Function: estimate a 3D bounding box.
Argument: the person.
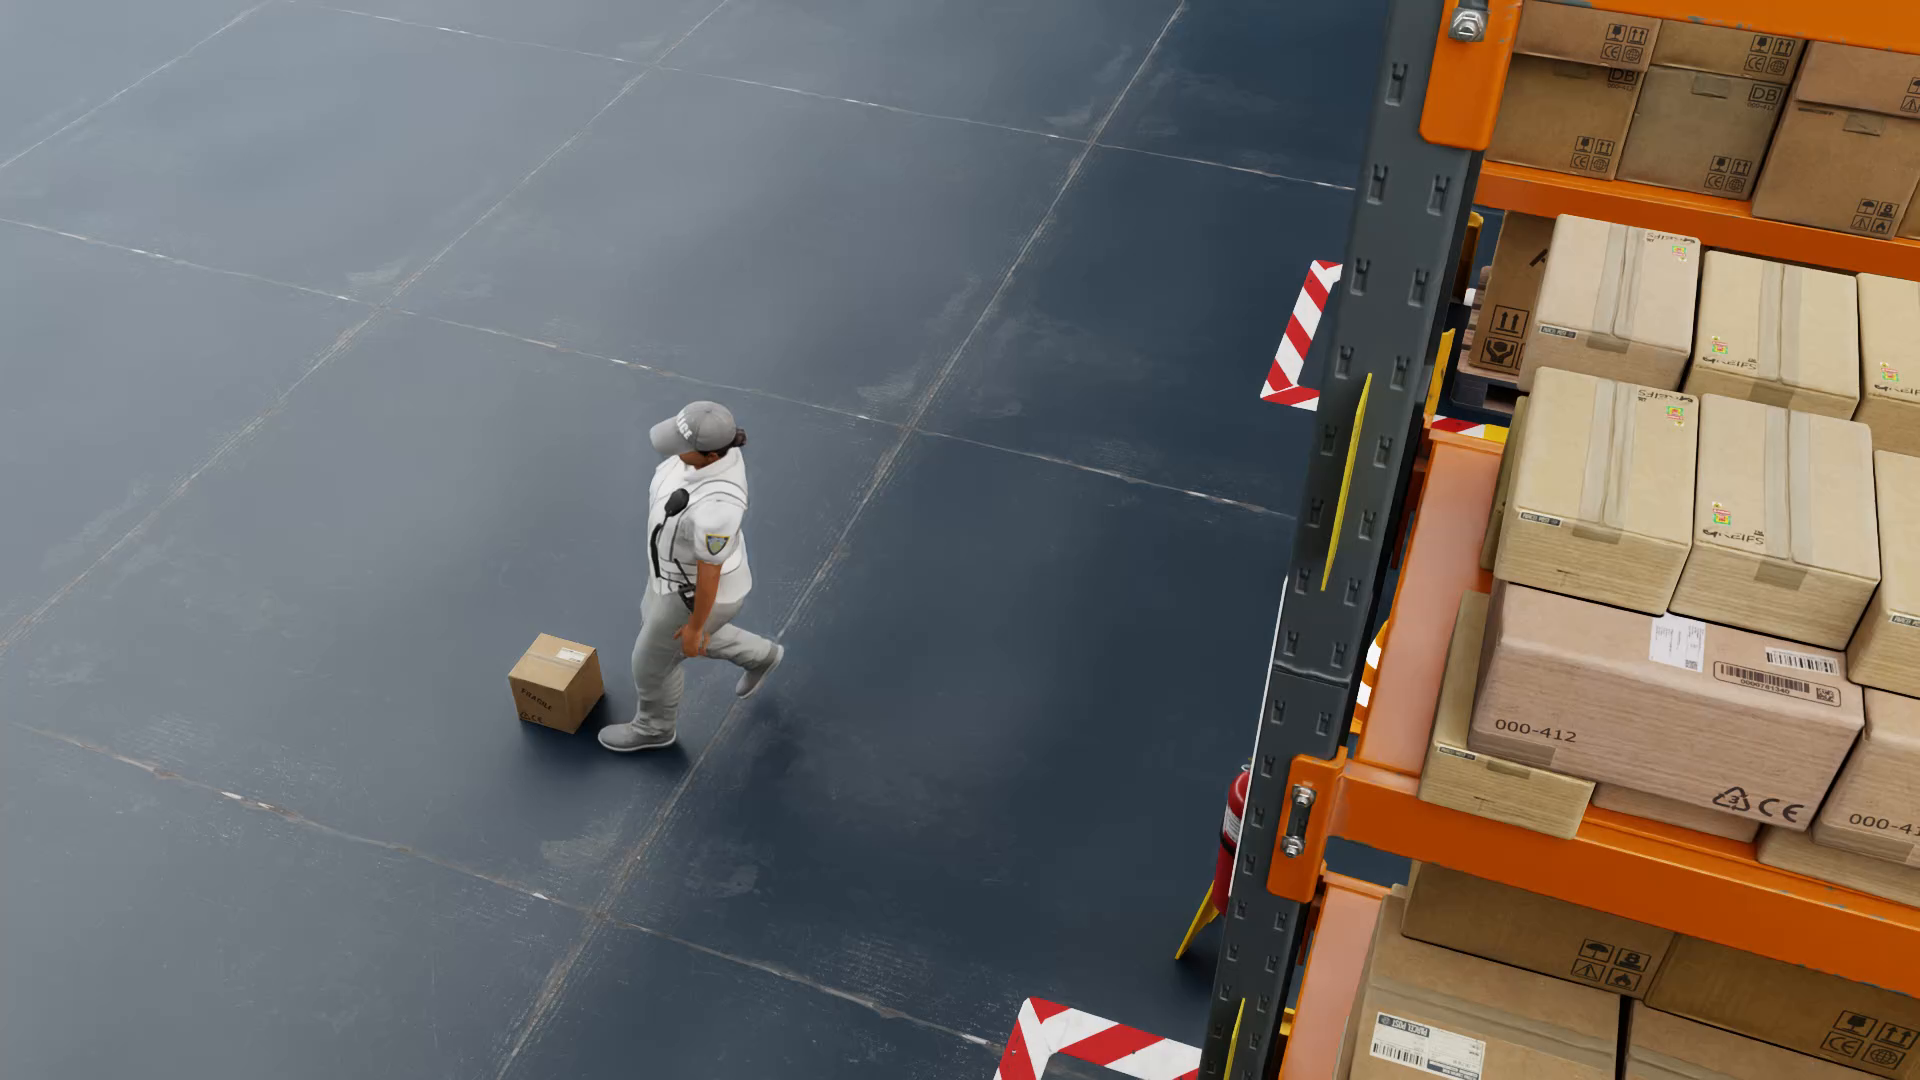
[{"bbox_3d":[-1.042,0.134,6.034,0.757,1.595,0.525,-7,42,-8],"label":"person"}]
